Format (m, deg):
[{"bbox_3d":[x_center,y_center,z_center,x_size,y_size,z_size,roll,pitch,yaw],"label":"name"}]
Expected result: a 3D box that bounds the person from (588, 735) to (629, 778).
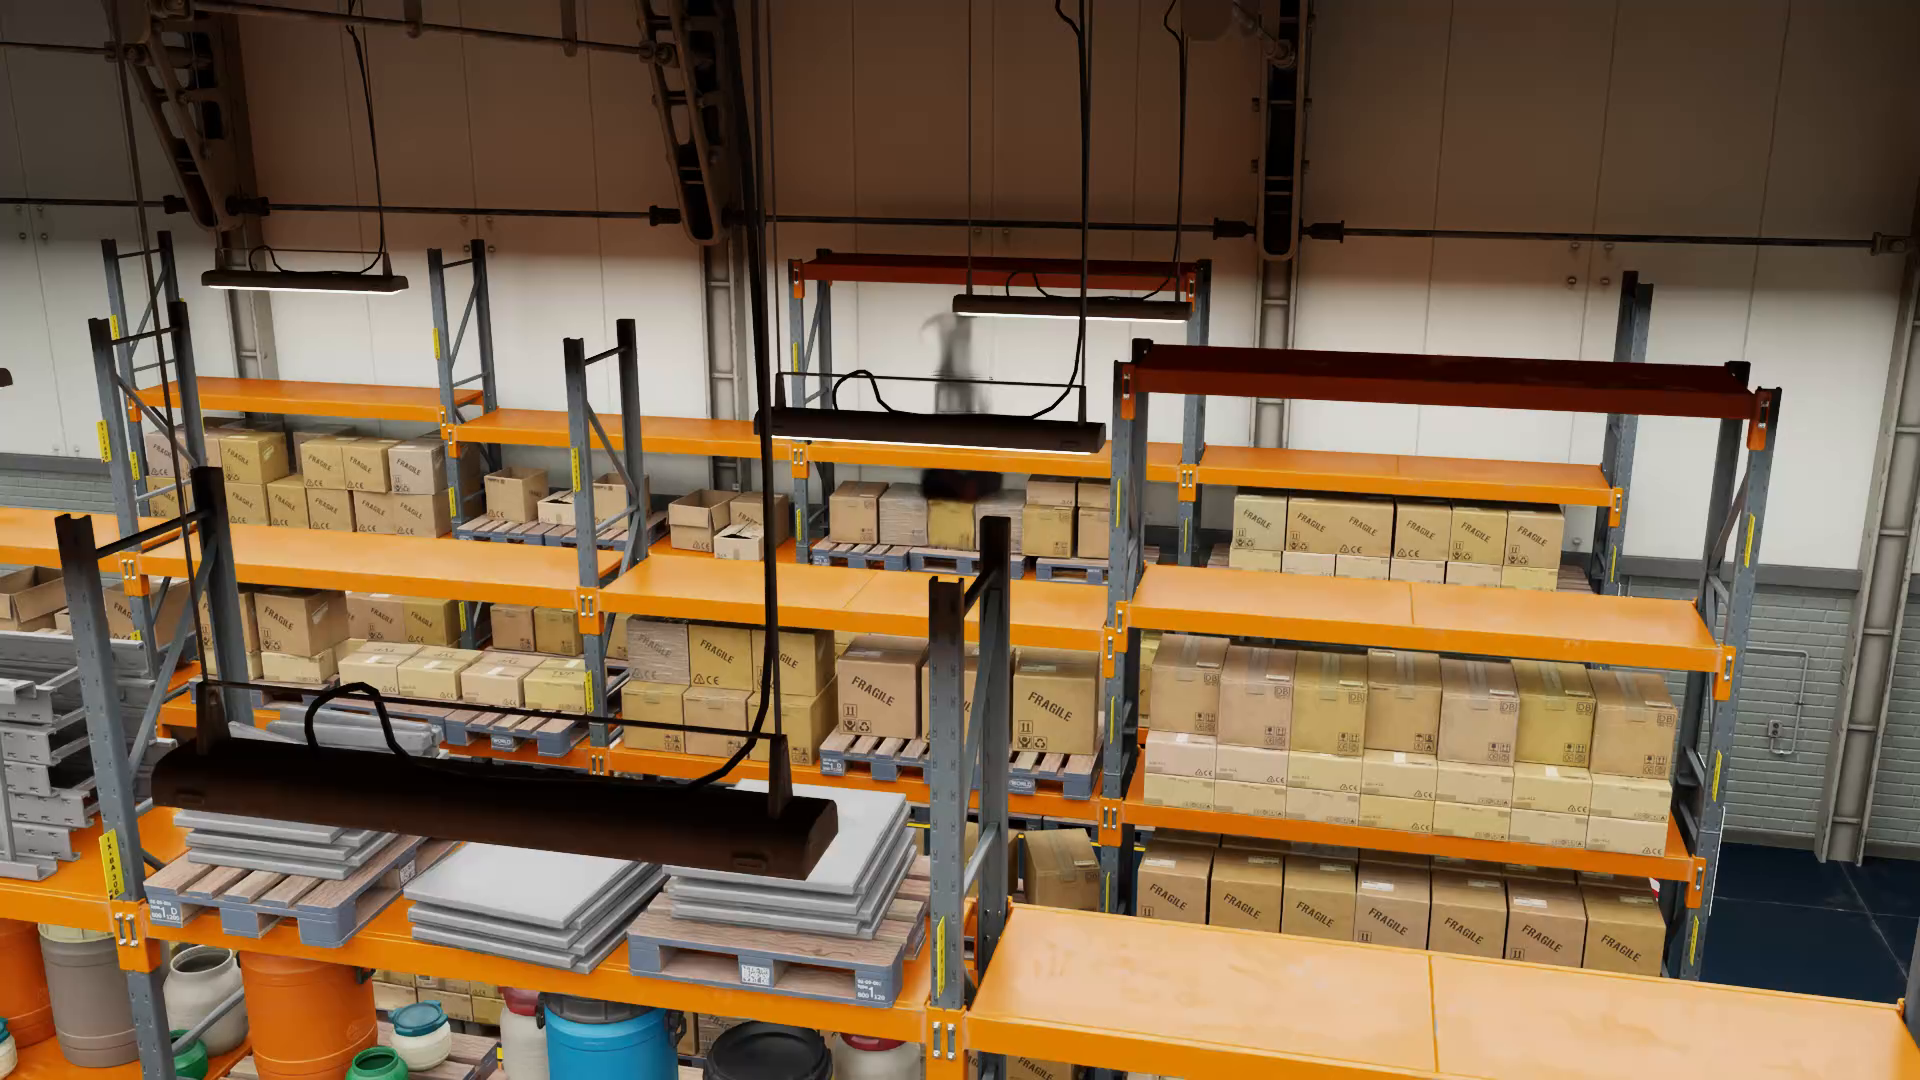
[{"bbox_3d":[-3.419,2.578,16.469,0.828,1.829,0.627,2,16,6],"label":"person"}]
